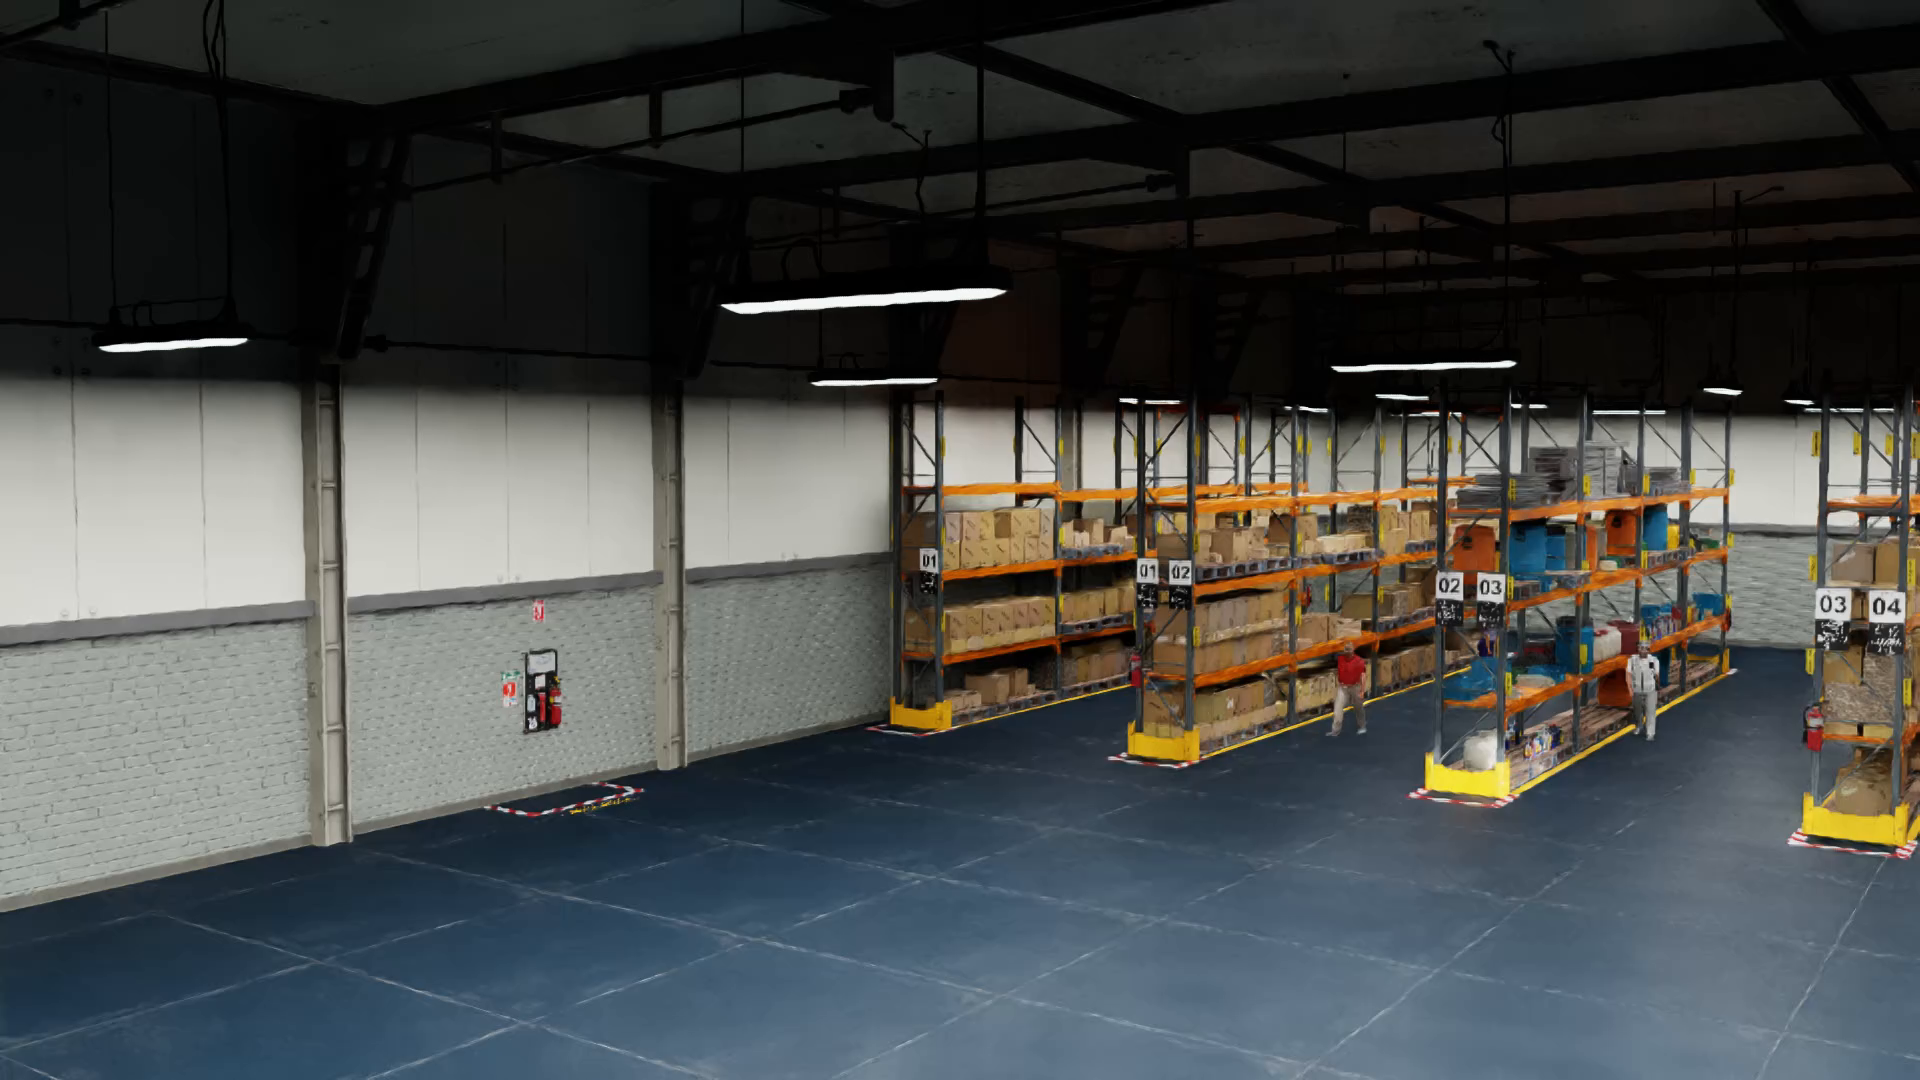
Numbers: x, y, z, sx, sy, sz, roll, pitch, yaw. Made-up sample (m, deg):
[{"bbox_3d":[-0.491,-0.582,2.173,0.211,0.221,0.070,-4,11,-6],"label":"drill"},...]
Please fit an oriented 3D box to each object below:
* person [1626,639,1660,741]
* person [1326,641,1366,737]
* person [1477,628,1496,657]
[{"bbox_3d":[11.645,2.535,28.376,0.536,1.707,1.036,2,4,27],"label":"person"},{"bbox_3d":[6.705,2.549,28.587,0.541,1.639,1.106,2,4,33],"label":"person"},{"bbox_3d":[10.958,2.234,34.456,0.447,1.643,0.579,1,3,14],"label":"person"}]
